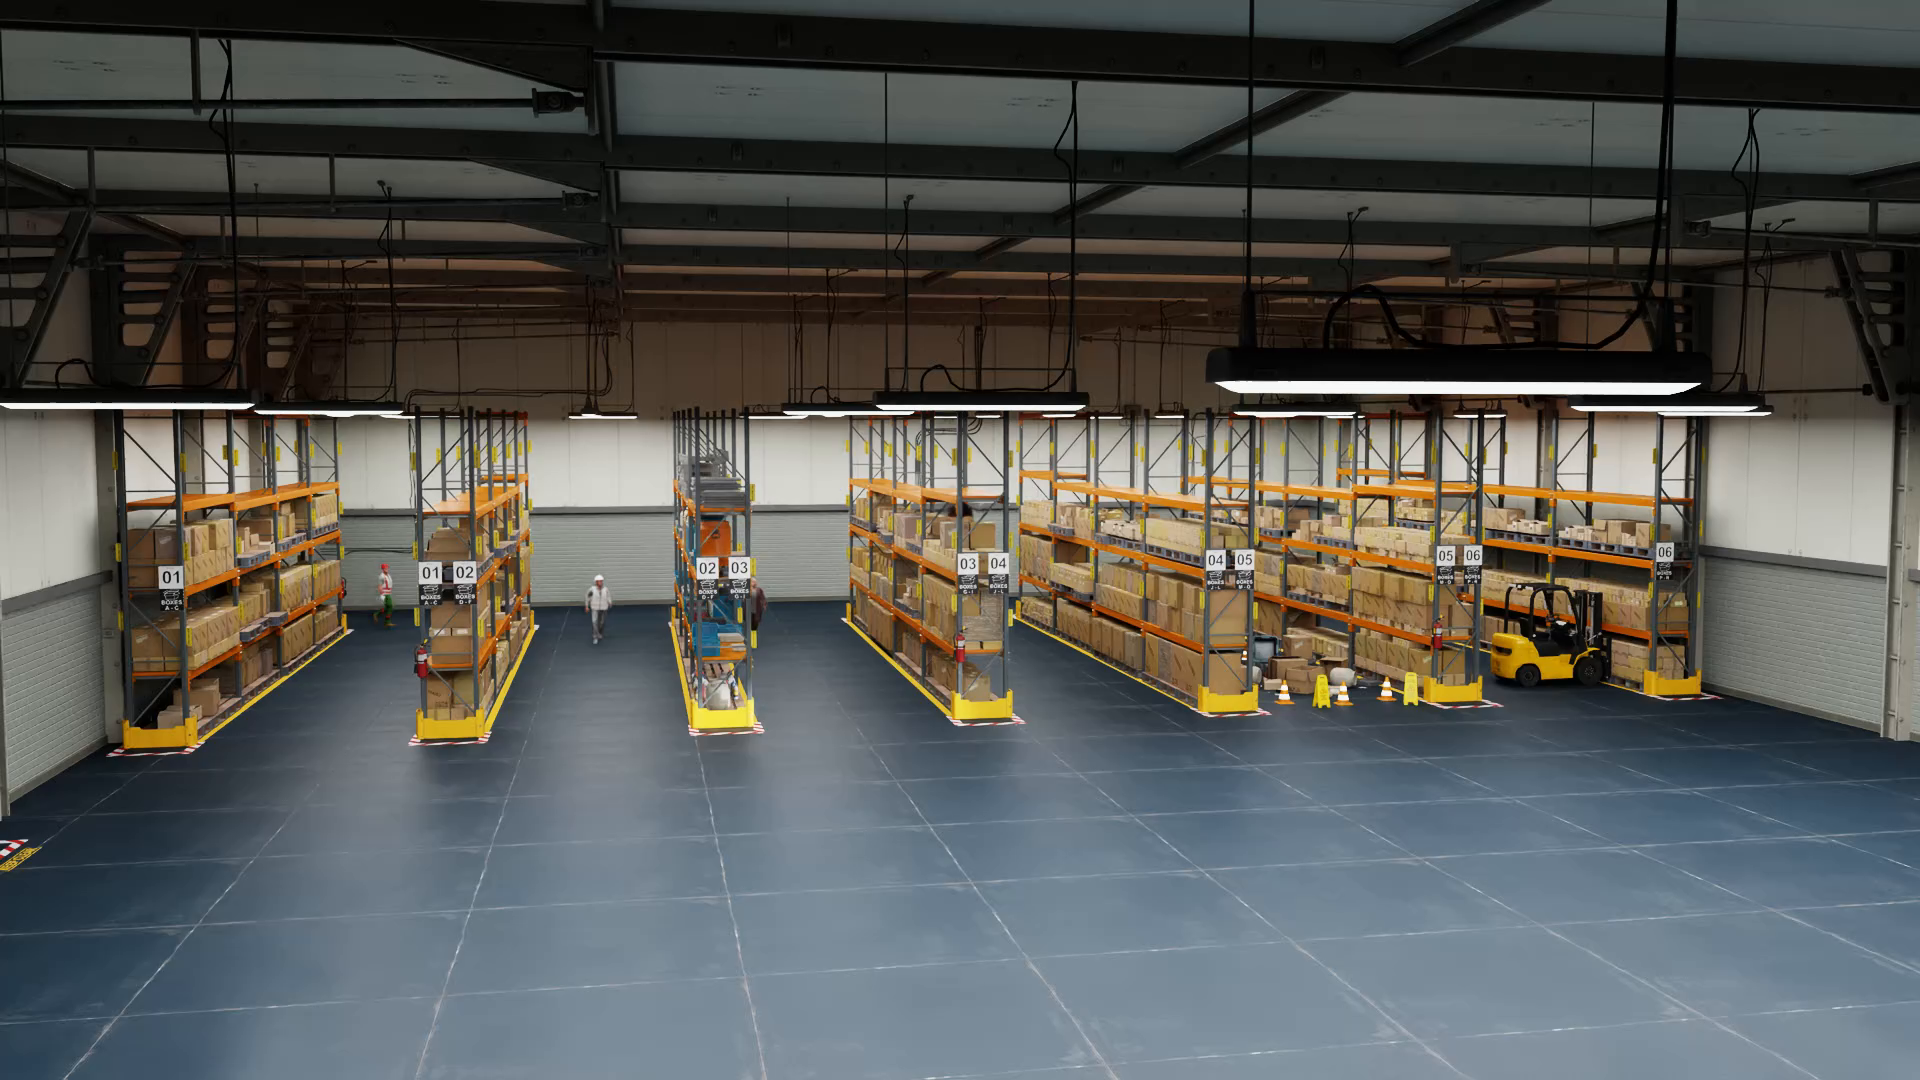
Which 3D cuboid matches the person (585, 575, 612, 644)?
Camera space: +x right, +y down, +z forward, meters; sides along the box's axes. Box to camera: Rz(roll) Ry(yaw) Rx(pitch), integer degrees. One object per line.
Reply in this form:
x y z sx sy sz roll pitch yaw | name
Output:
-9.408 1.792 43.266 0.676 1.751 0.992 -1 4 -12 | person

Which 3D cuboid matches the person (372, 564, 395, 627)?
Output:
-16.065 1.531 46.304 0.655 1.759 0.606 -1 4 -10 | person

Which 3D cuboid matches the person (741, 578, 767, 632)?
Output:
-5.314 1.918 42.525 0.712 1.722 0.936 -1 4 -11 | person
